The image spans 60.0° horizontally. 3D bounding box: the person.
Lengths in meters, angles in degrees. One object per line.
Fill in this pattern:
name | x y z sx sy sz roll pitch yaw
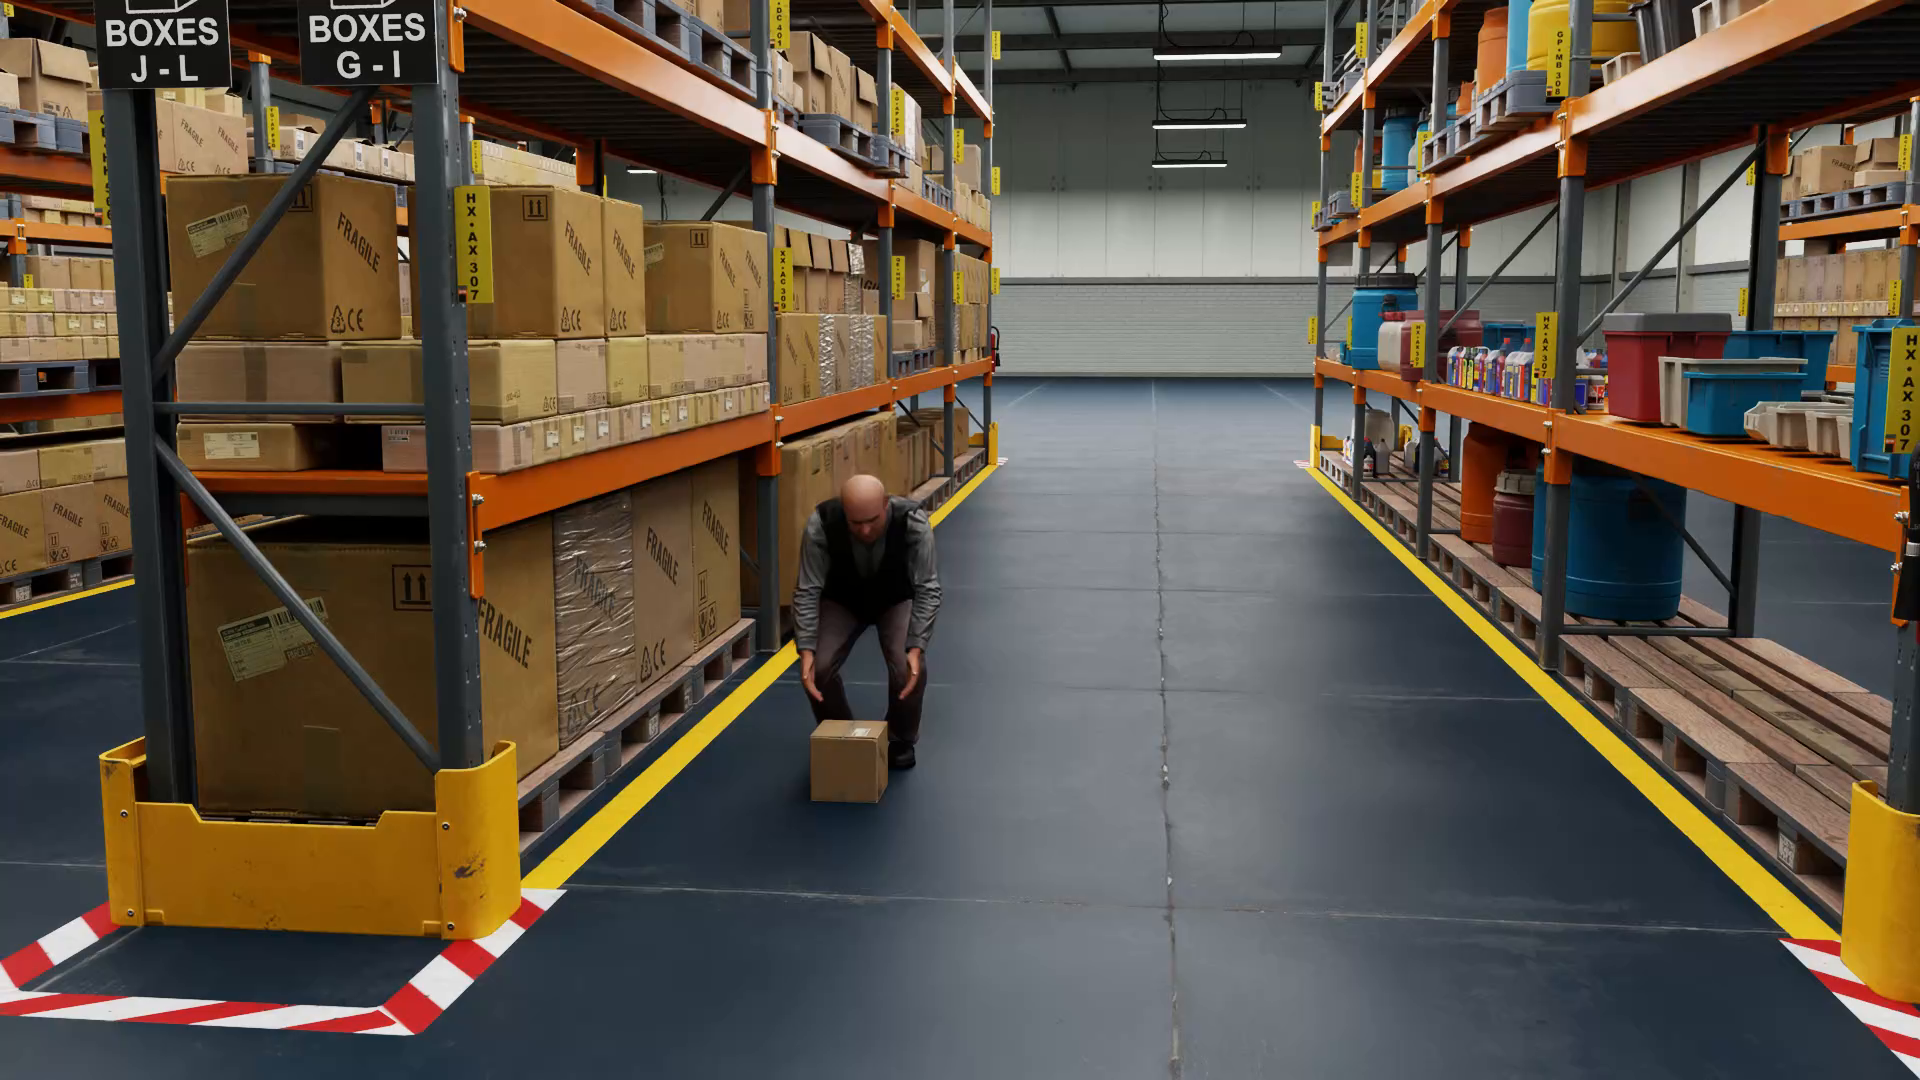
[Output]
person | -0.341 0.309 6.566 0.578 1.196 0.805 1 8 6
